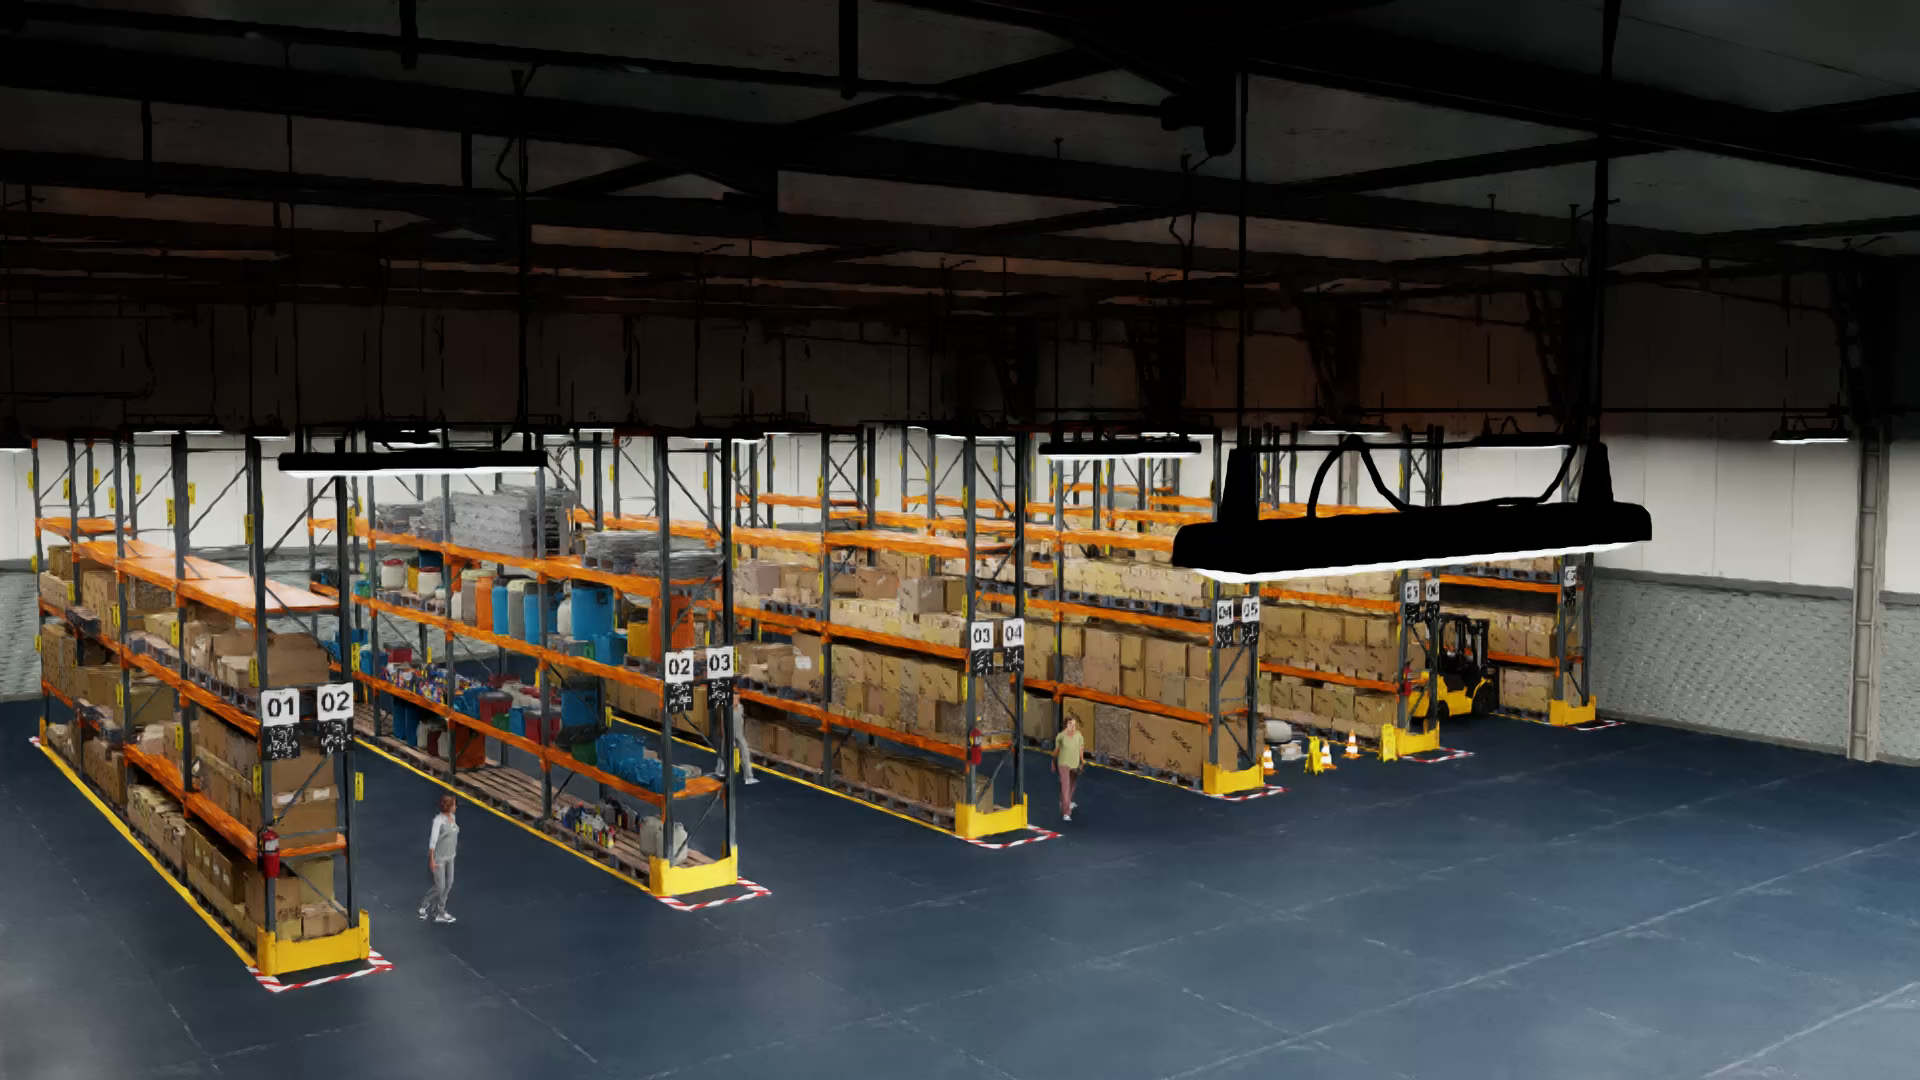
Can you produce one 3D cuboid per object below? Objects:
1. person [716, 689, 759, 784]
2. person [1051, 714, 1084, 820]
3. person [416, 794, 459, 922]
[{"bbox_3d":[-3.838,3.308,28.188,0.446,1.590,1.110,-3,5,-34],"label":"person"},{"bbox_3d":[1.690,3.493,25.881,0.490,1.608,0.955,-1,5,-17],"label":"person"},{"bbox_3d":[-6.462,3.928,20.550,0.500,1.588,0.469,1,5,15],"label":"person"}]
